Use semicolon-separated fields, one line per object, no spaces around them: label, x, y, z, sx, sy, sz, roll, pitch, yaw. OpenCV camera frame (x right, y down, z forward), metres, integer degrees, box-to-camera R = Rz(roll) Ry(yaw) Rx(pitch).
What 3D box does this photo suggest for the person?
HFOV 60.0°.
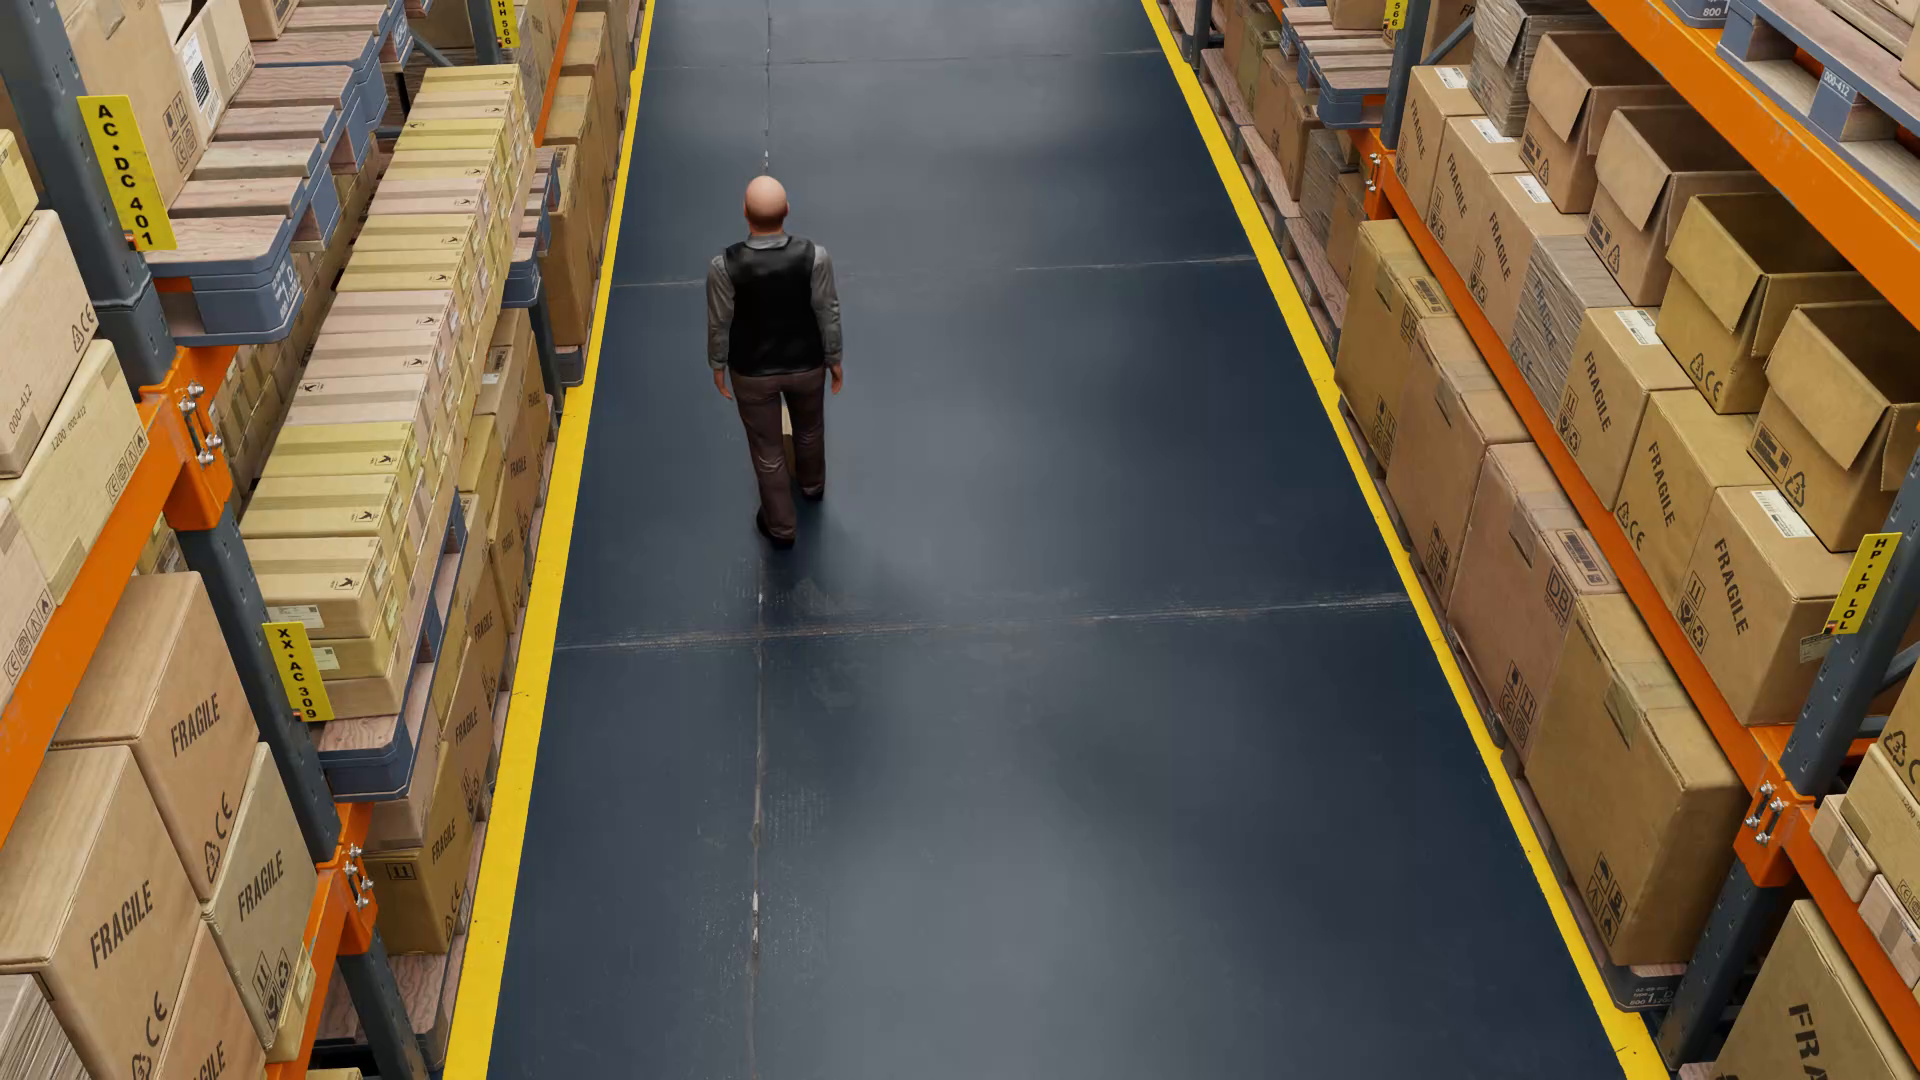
person;-0.815;-0.809;7.163;0.563;1.718;0.626;-11;40;-13
